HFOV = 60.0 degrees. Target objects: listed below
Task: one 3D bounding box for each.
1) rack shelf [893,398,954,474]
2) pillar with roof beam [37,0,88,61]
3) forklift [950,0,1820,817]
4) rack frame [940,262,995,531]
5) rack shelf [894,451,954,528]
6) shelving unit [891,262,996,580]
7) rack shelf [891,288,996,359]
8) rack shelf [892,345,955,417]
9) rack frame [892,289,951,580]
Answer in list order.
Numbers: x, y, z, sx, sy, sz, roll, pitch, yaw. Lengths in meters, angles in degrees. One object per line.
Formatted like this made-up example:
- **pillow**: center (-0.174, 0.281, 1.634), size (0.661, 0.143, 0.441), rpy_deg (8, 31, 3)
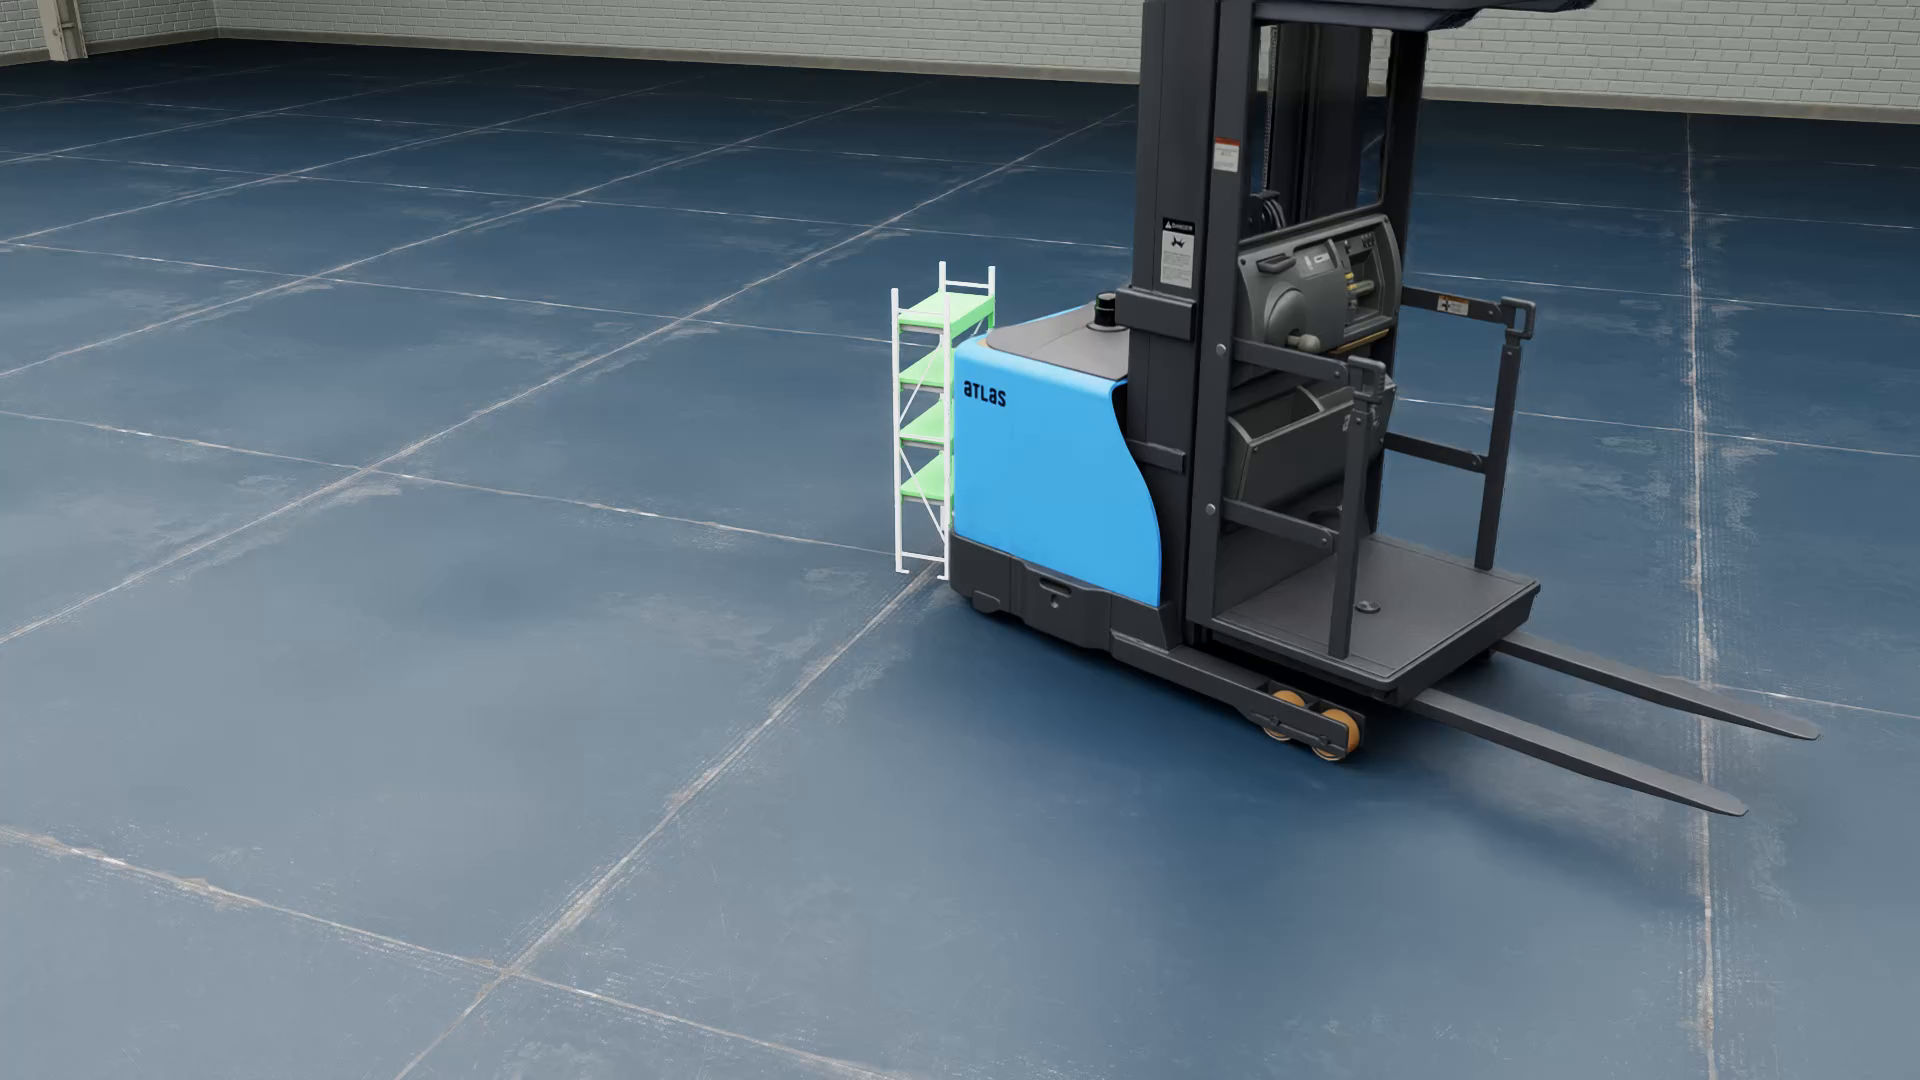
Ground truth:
- **rack shelf**: center (-0.061, -0.435, 6.902), size (0.258, 0.148, 0.480), rpy_deg (9, 24, 20)
- **pillar with roof beam**: center (-8.652, -10.365, 20.389), size (9.100, 9.000, 0.400), rpy_deg (9, 24, 20)
- **forklift**: center (1.376, -0.849, 5.480), size (3.031, 2.935, 1.130), rpy_deg (20, 30, 39)
- **rack frame**: center (0.029, -0.582, 7.086), size (0.240, 1.200, 0.015), rpy_deg (9, 24, 20)
- **rack shelf**: center (-0.061, -0.214, 6.994), size (0.258, 0.148, 0.480), rpy_deg (9, 24, 20)
- **shelving unit**: center (-0.061, -0.494, 6.877), size (0.258, 1.200, 0.503), rpy_deg (9, 24, 20)
- **rack shelf**: center (-0.062, -0.878, 6.717), size (0.258, 0.148, 0.480), rpy_deg (9, 24, 20)
- **rack shelf**: center (-0.061, -0.657, 6.809), size (0.258, 0.148, 0.480), rpy_deg (9, 24, 20)
- **rack frame**: center (-0.152, -0.407, 6.668), size (0.240, 1.200, 0.015), rpy_deg (9, 24, 20)
